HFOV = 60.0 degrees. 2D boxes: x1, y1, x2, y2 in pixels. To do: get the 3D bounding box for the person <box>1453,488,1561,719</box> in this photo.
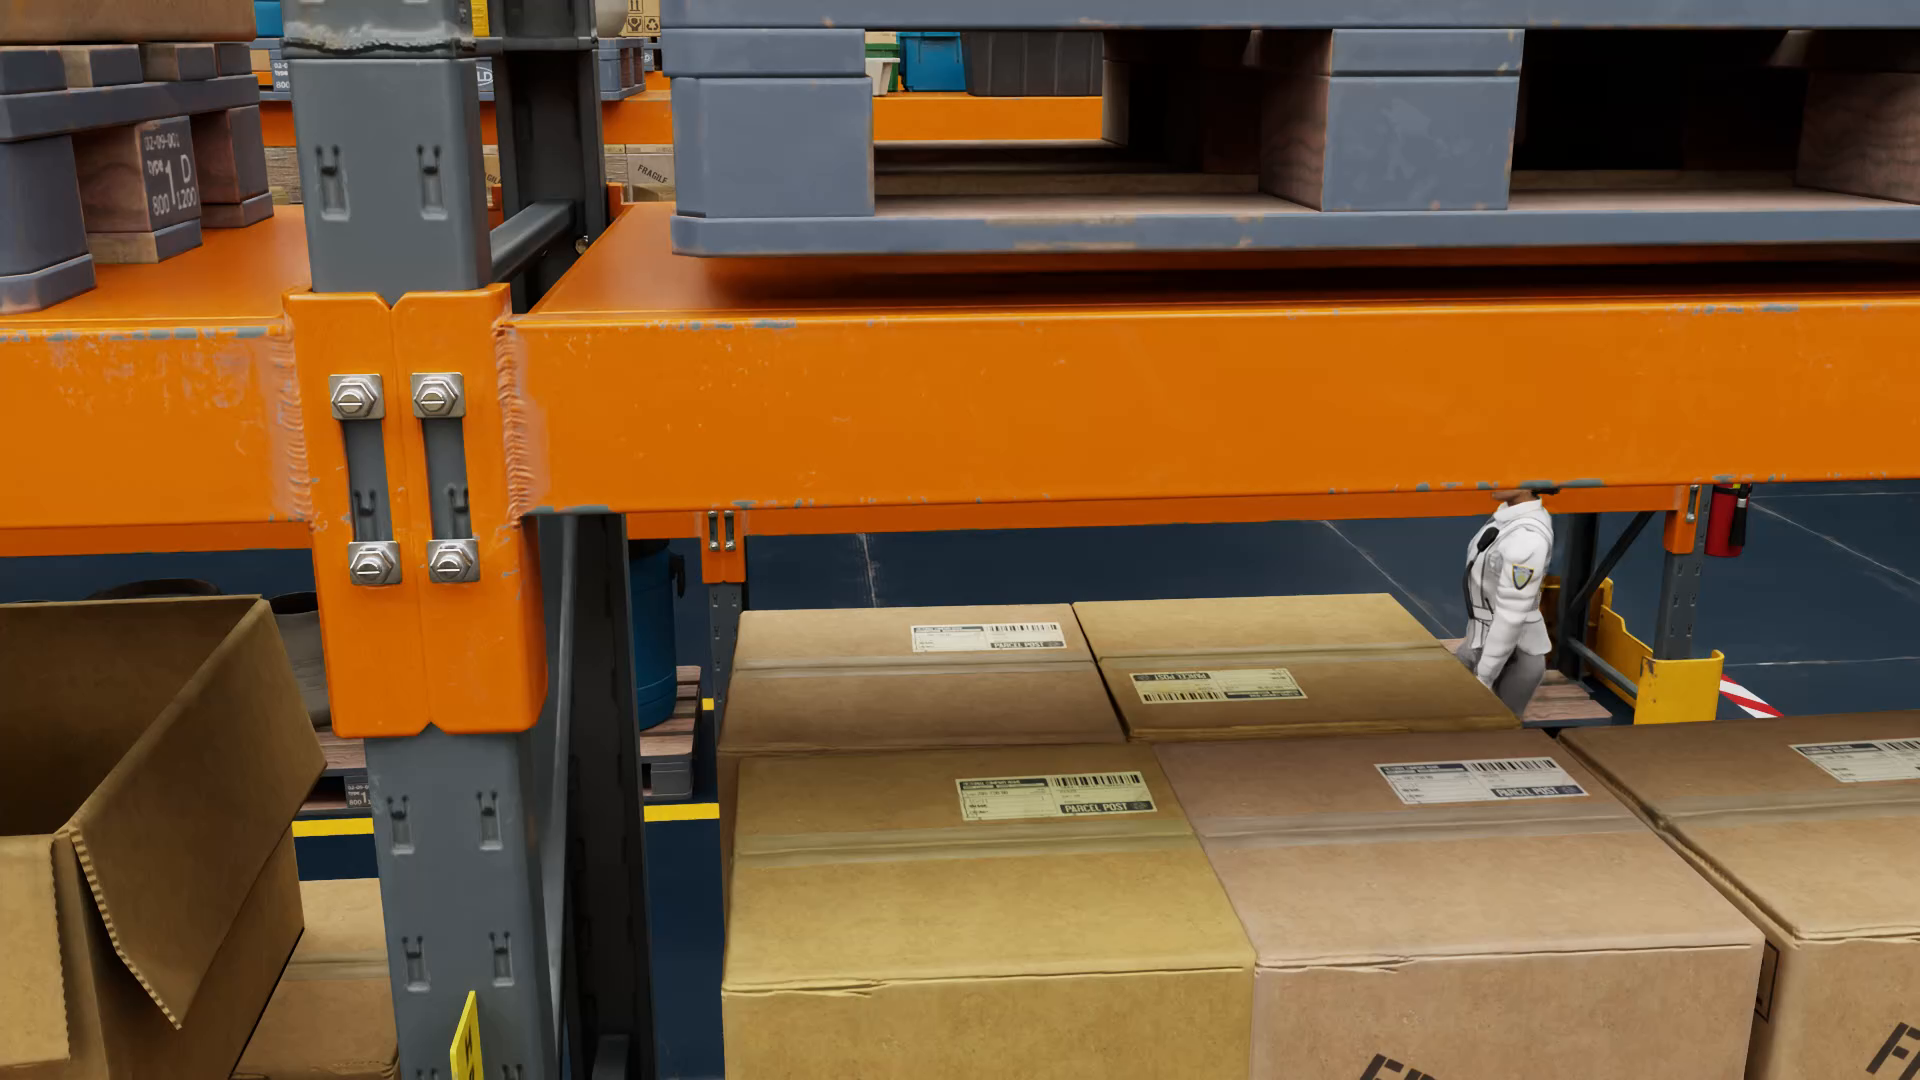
[{"bbox_3d":[1.929,0.416,6.033,0.399,1.690,0.514,4,17,12],"label":"person"}]
